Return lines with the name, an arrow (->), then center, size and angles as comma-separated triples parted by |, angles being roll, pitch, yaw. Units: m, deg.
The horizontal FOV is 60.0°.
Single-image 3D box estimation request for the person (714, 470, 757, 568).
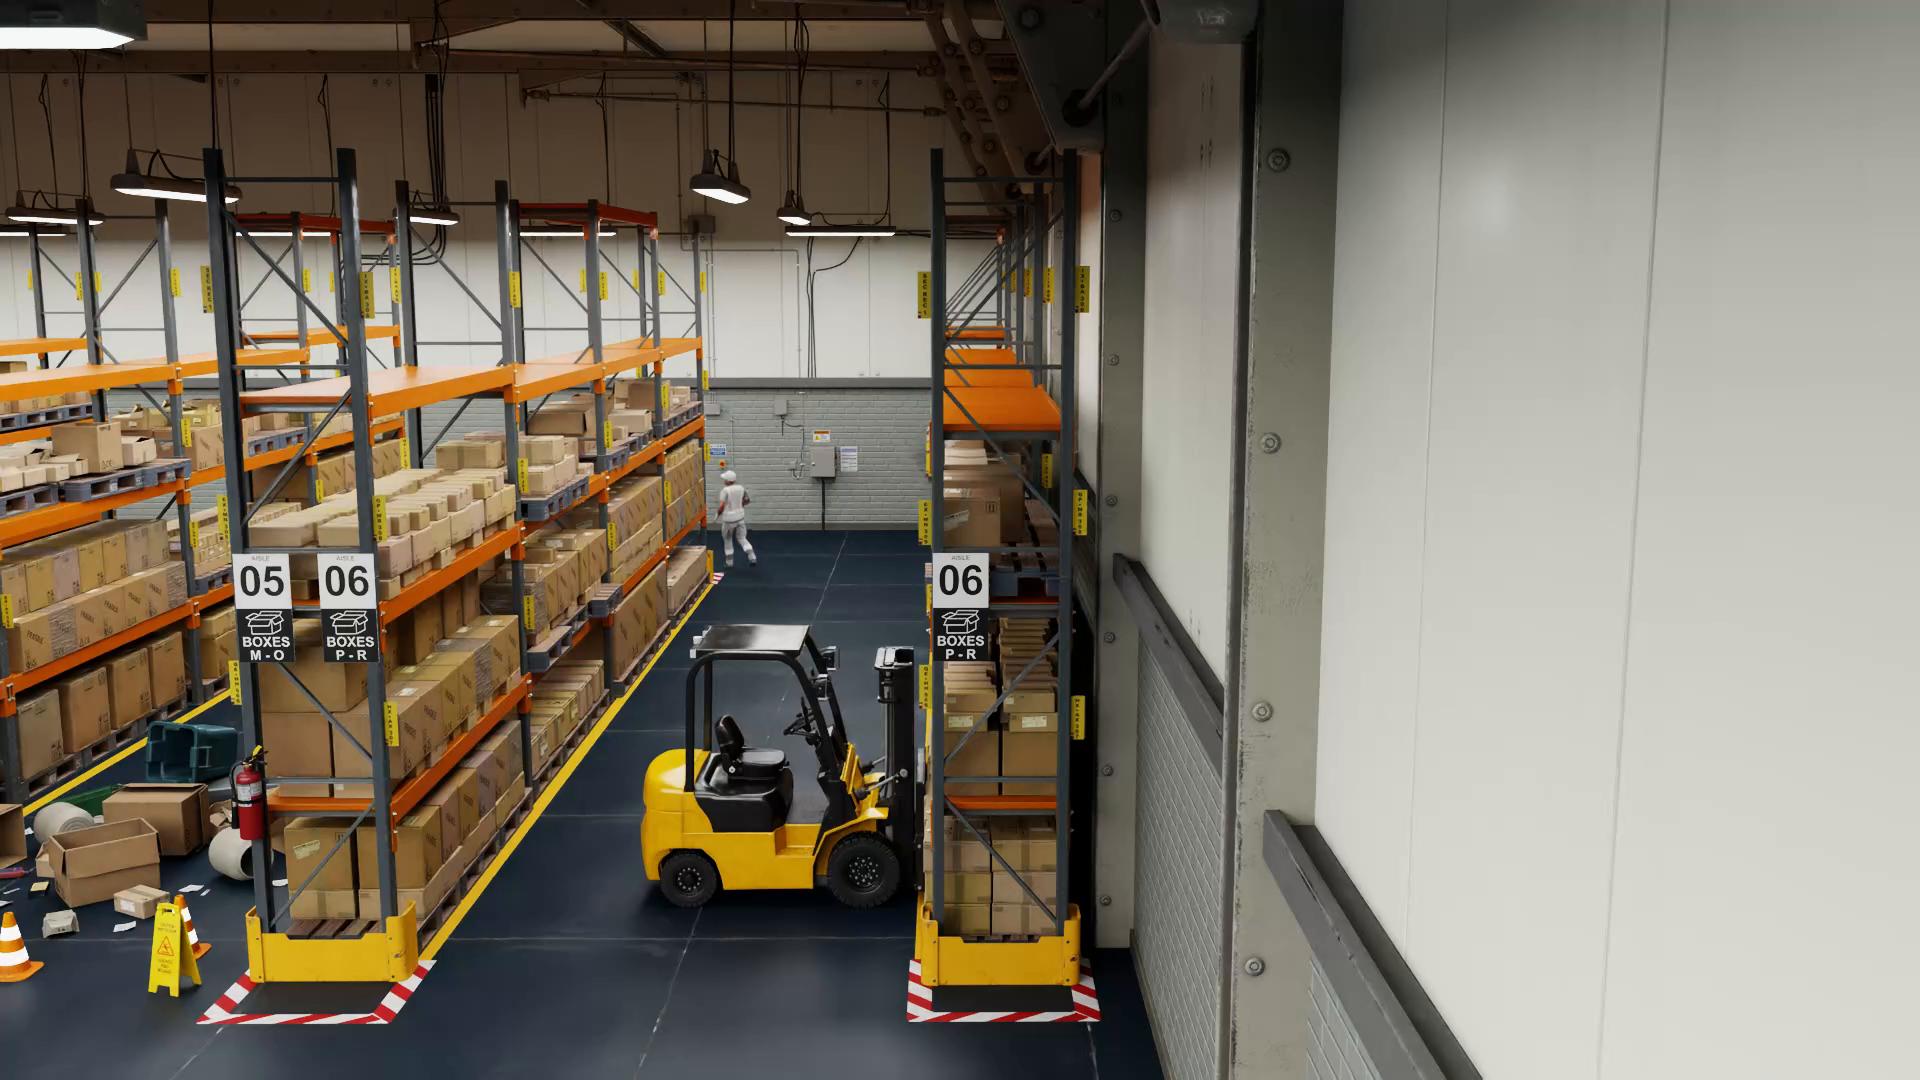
person -> -3.980, -0.342, 28.895 | 0.728, 1.766, 0.929 | -8, 12, -39
